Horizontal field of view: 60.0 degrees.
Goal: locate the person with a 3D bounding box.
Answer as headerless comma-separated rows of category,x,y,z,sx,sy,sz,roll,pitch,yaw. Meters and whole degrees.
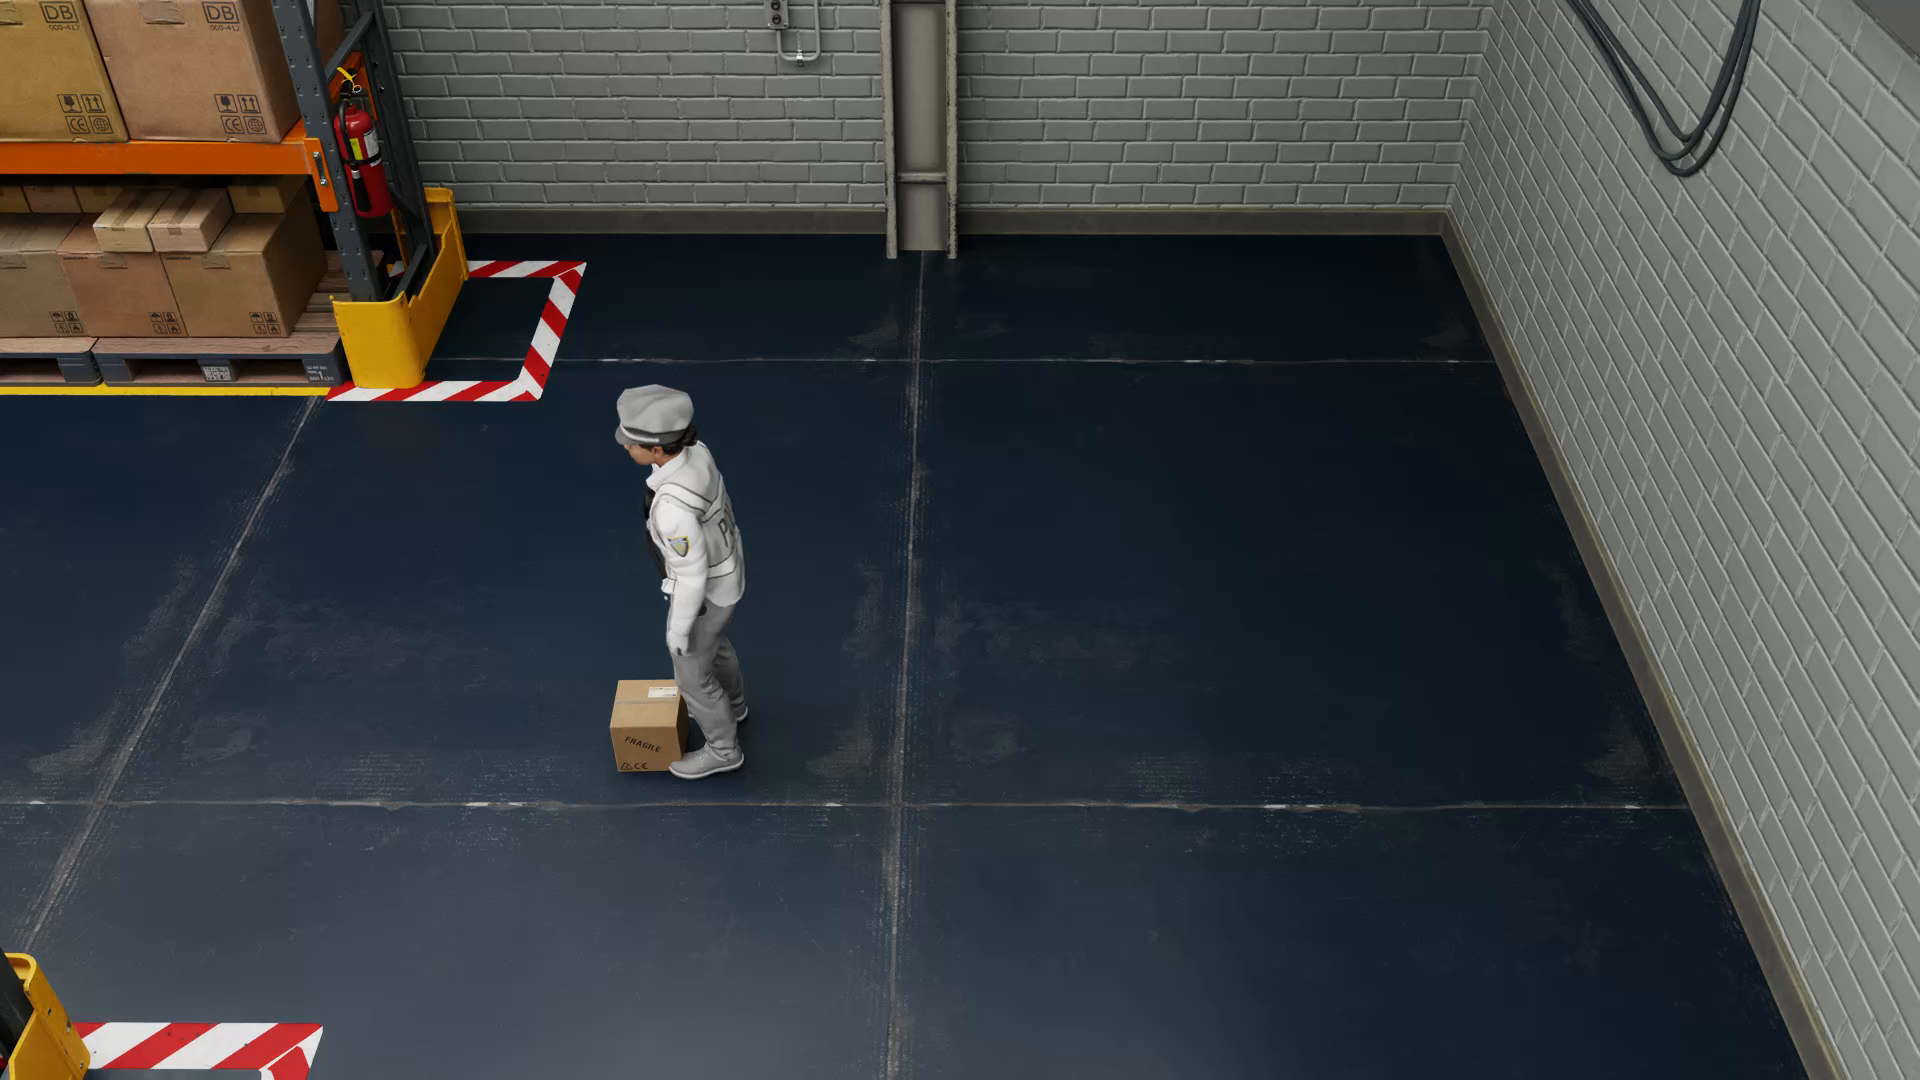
person,-0.951,0.170,5.946,0.370,1.666,0.545,-2,40,-2
